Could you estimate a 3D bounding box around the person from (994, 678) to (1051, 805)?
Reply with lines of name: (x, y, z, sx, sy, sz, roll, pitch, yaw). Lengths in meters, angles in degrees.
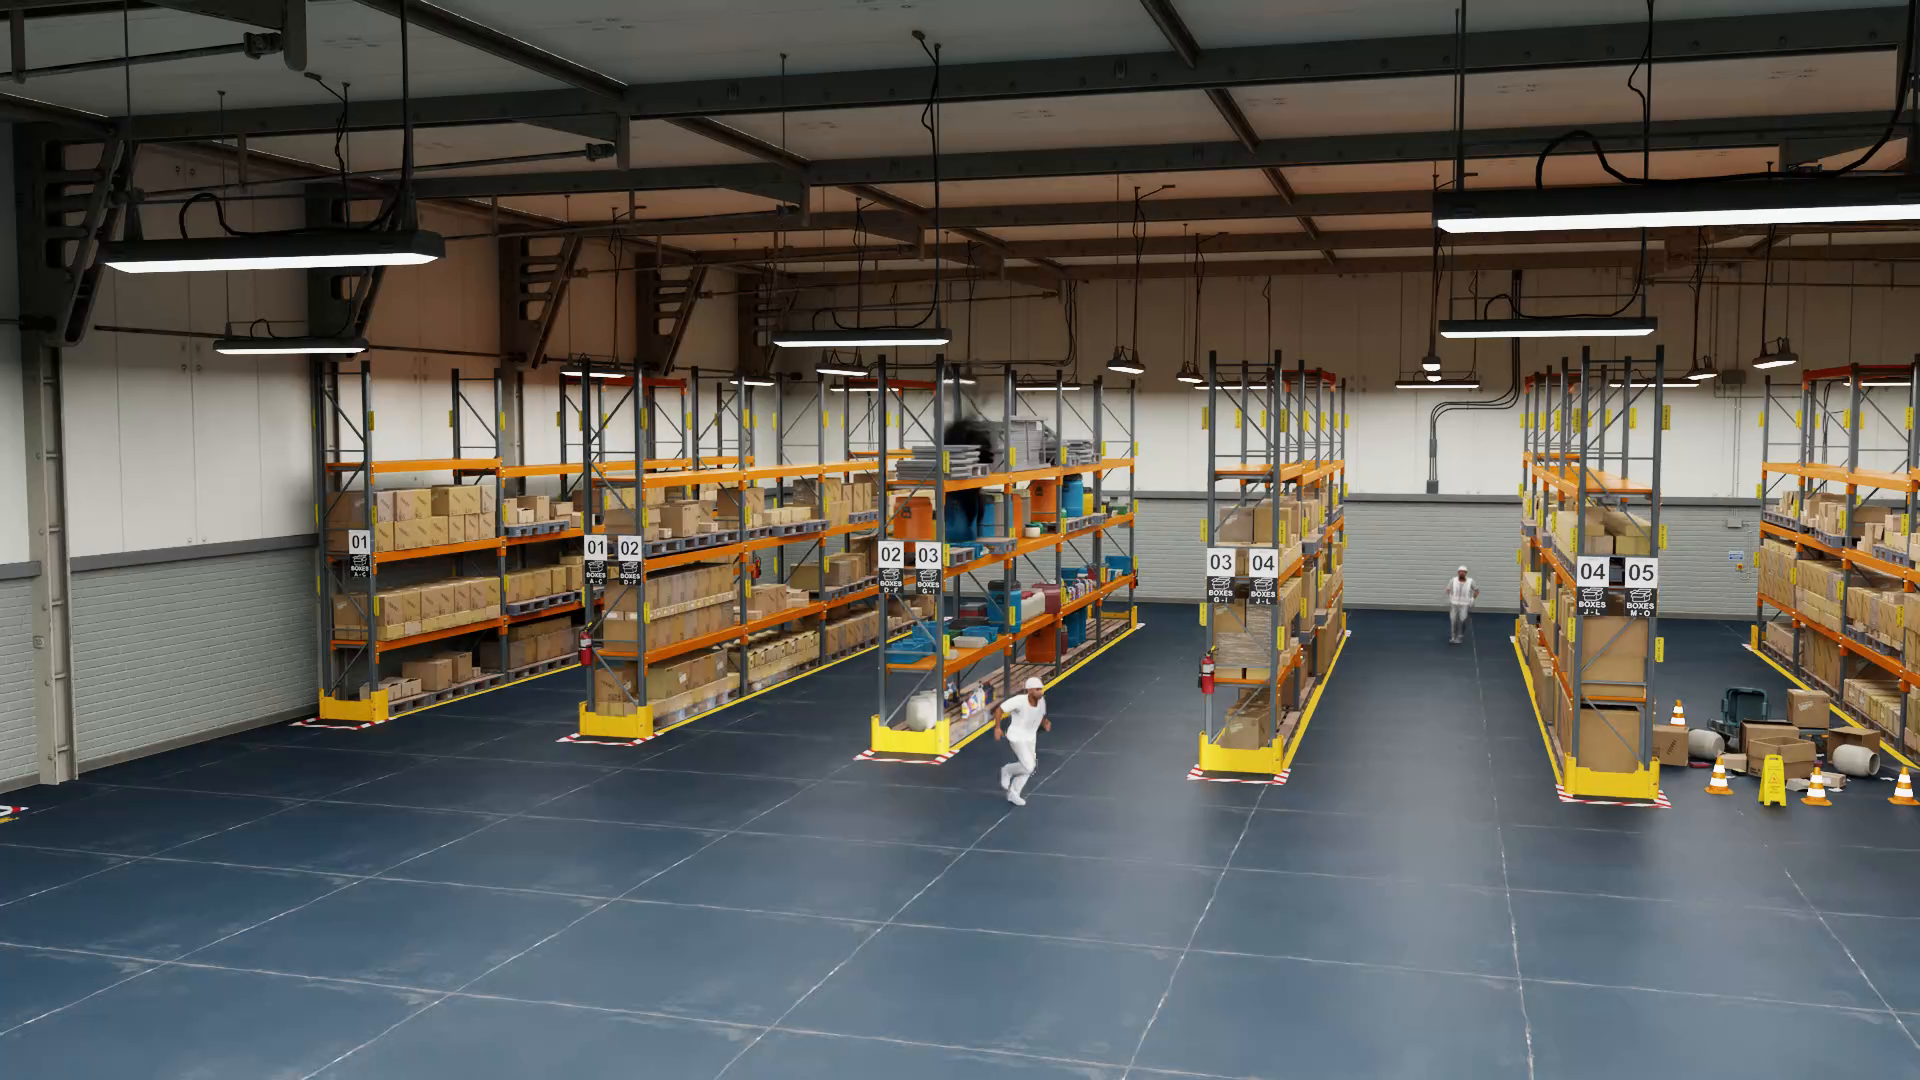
person: (0.847, 2.620, 21.712, 0.728, 1.684, 0.683, 4, 6, 43)

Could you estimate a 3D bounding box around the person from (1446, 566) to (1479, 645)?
person: (11.202, 1.466, 37.204, 0.688, 1.764, 0.606, 2, 5, 28)
